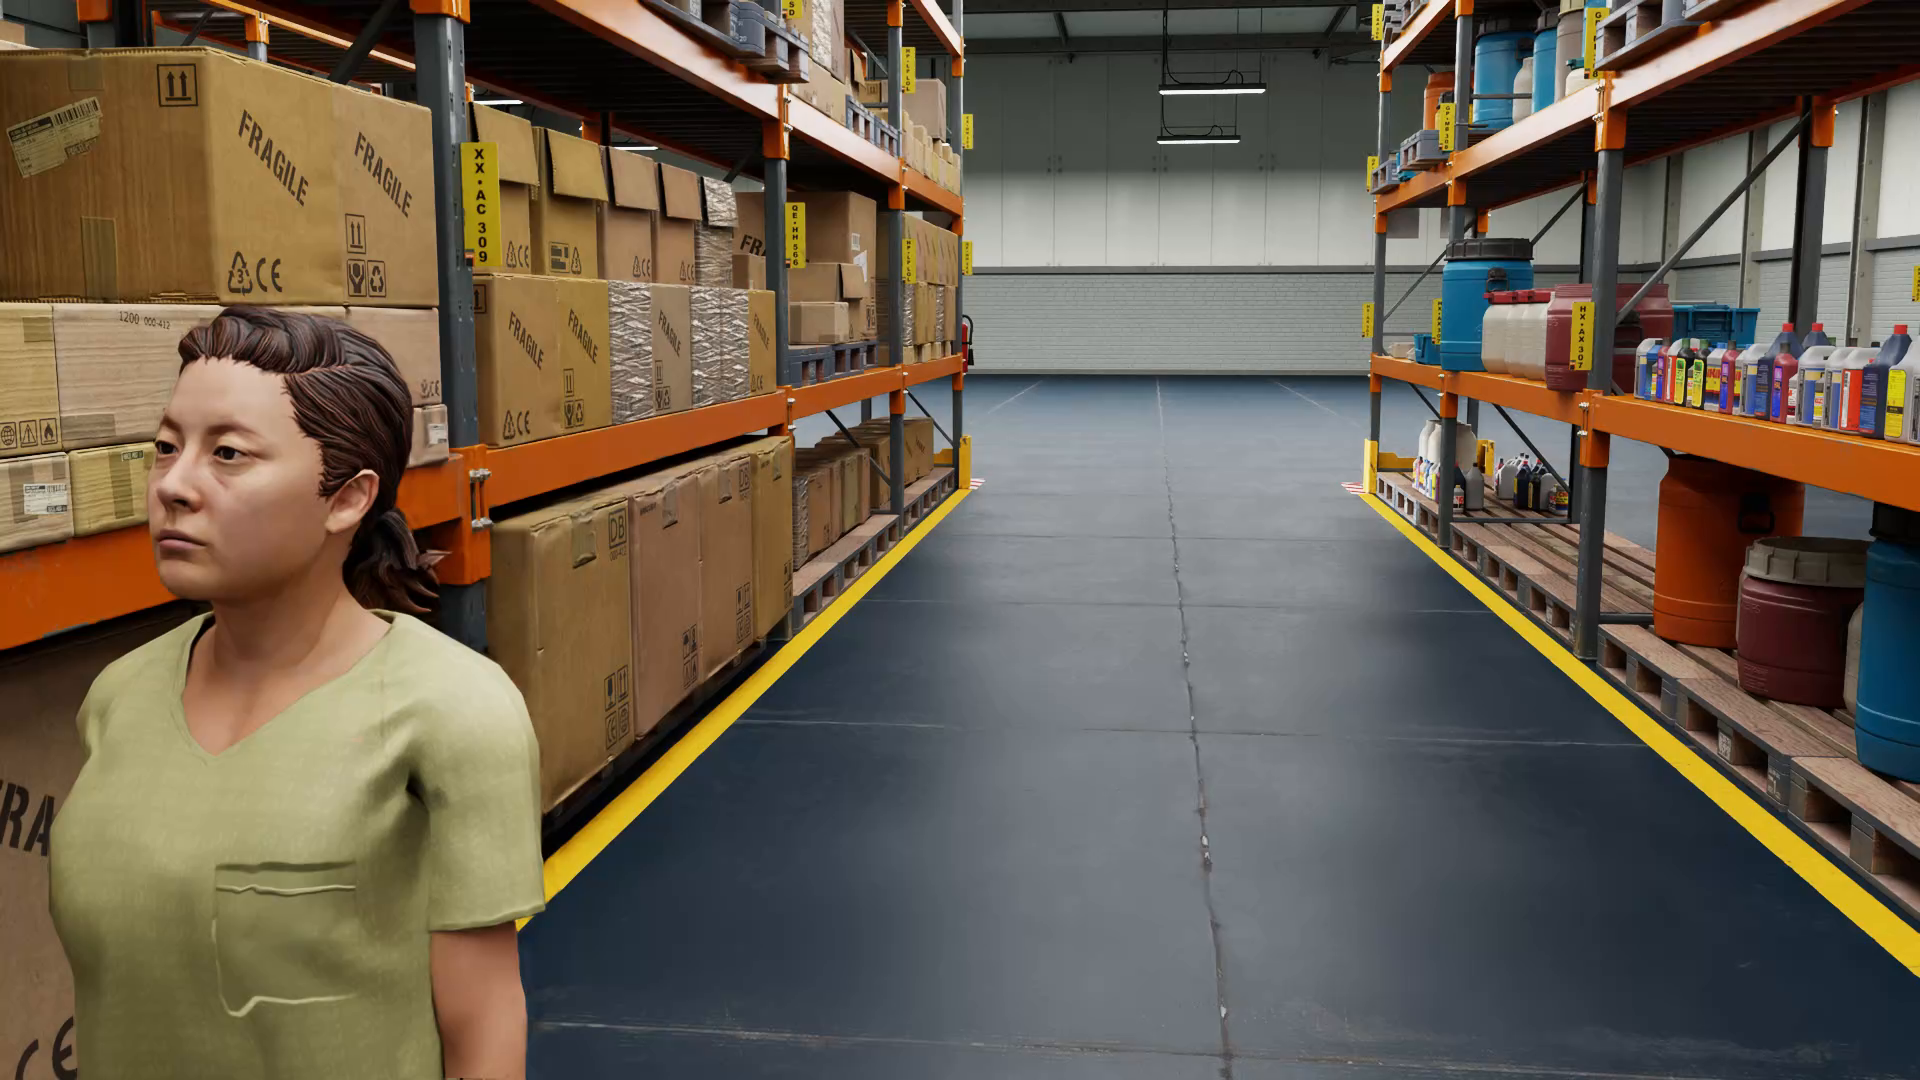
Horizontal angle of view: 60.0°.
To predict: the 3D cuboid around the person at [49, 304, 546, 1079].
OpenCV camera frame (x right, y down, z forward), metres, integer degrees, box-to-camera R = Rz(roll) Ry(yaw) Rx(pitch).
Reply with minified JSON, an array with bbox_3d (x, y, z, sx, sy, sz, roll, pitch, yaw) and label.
[{"bbox_3d":[-0.569,0.657,1.386,0.442,1.678,0.470,1,8,6],"label":"person"}]
